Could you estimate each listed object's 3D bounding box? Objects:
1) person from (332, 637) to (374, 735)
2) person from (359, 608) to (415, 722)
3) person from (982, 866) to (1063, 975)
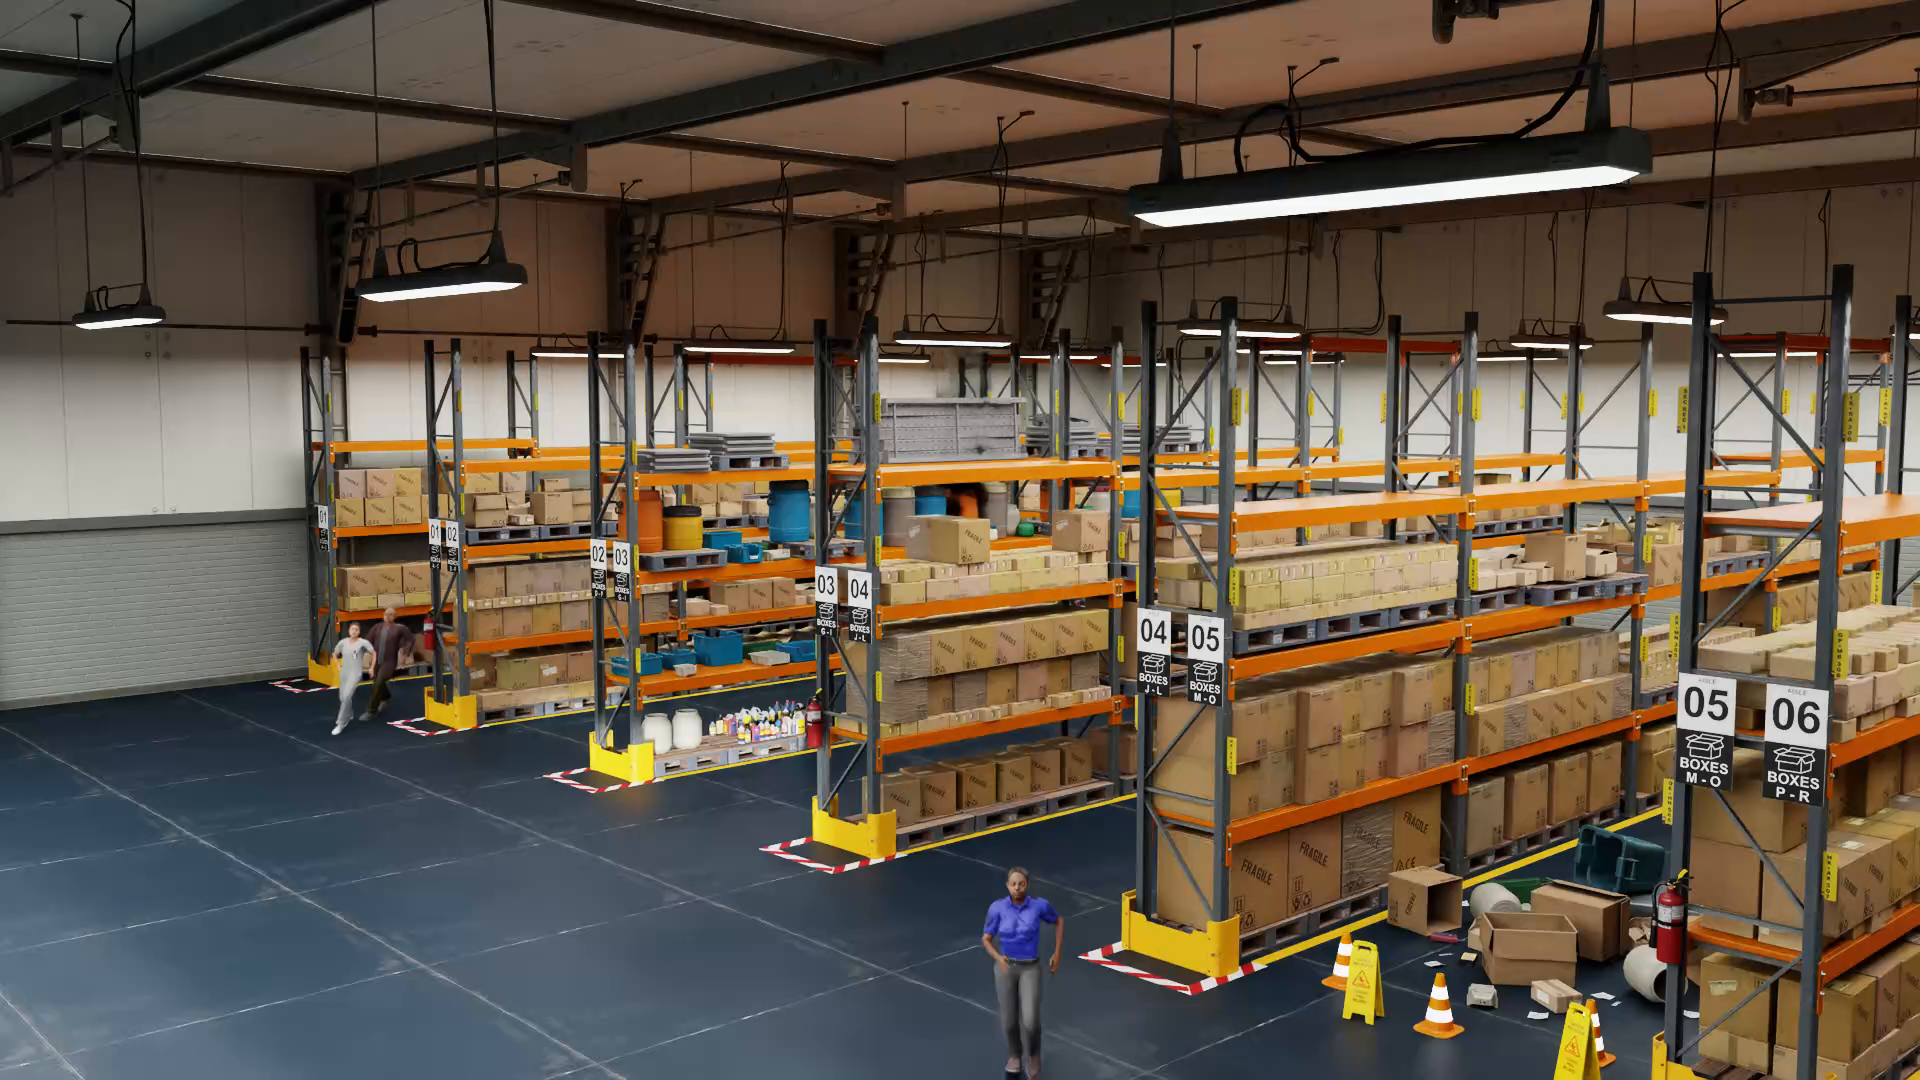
[{"bbox_3d":[-9.326,2.207,25.499,0.573,1.427,0.796,0,5,5],"label":"person"},{"bbox_3d":[-9.137,1.949,26.468,0.769,1.745,1.049,1,5,13],"label":"person"},{"bbox_3d":[0.460,2.858,12.374,0.607,0.834,0.575,0,5,5],"label":"person"}]
